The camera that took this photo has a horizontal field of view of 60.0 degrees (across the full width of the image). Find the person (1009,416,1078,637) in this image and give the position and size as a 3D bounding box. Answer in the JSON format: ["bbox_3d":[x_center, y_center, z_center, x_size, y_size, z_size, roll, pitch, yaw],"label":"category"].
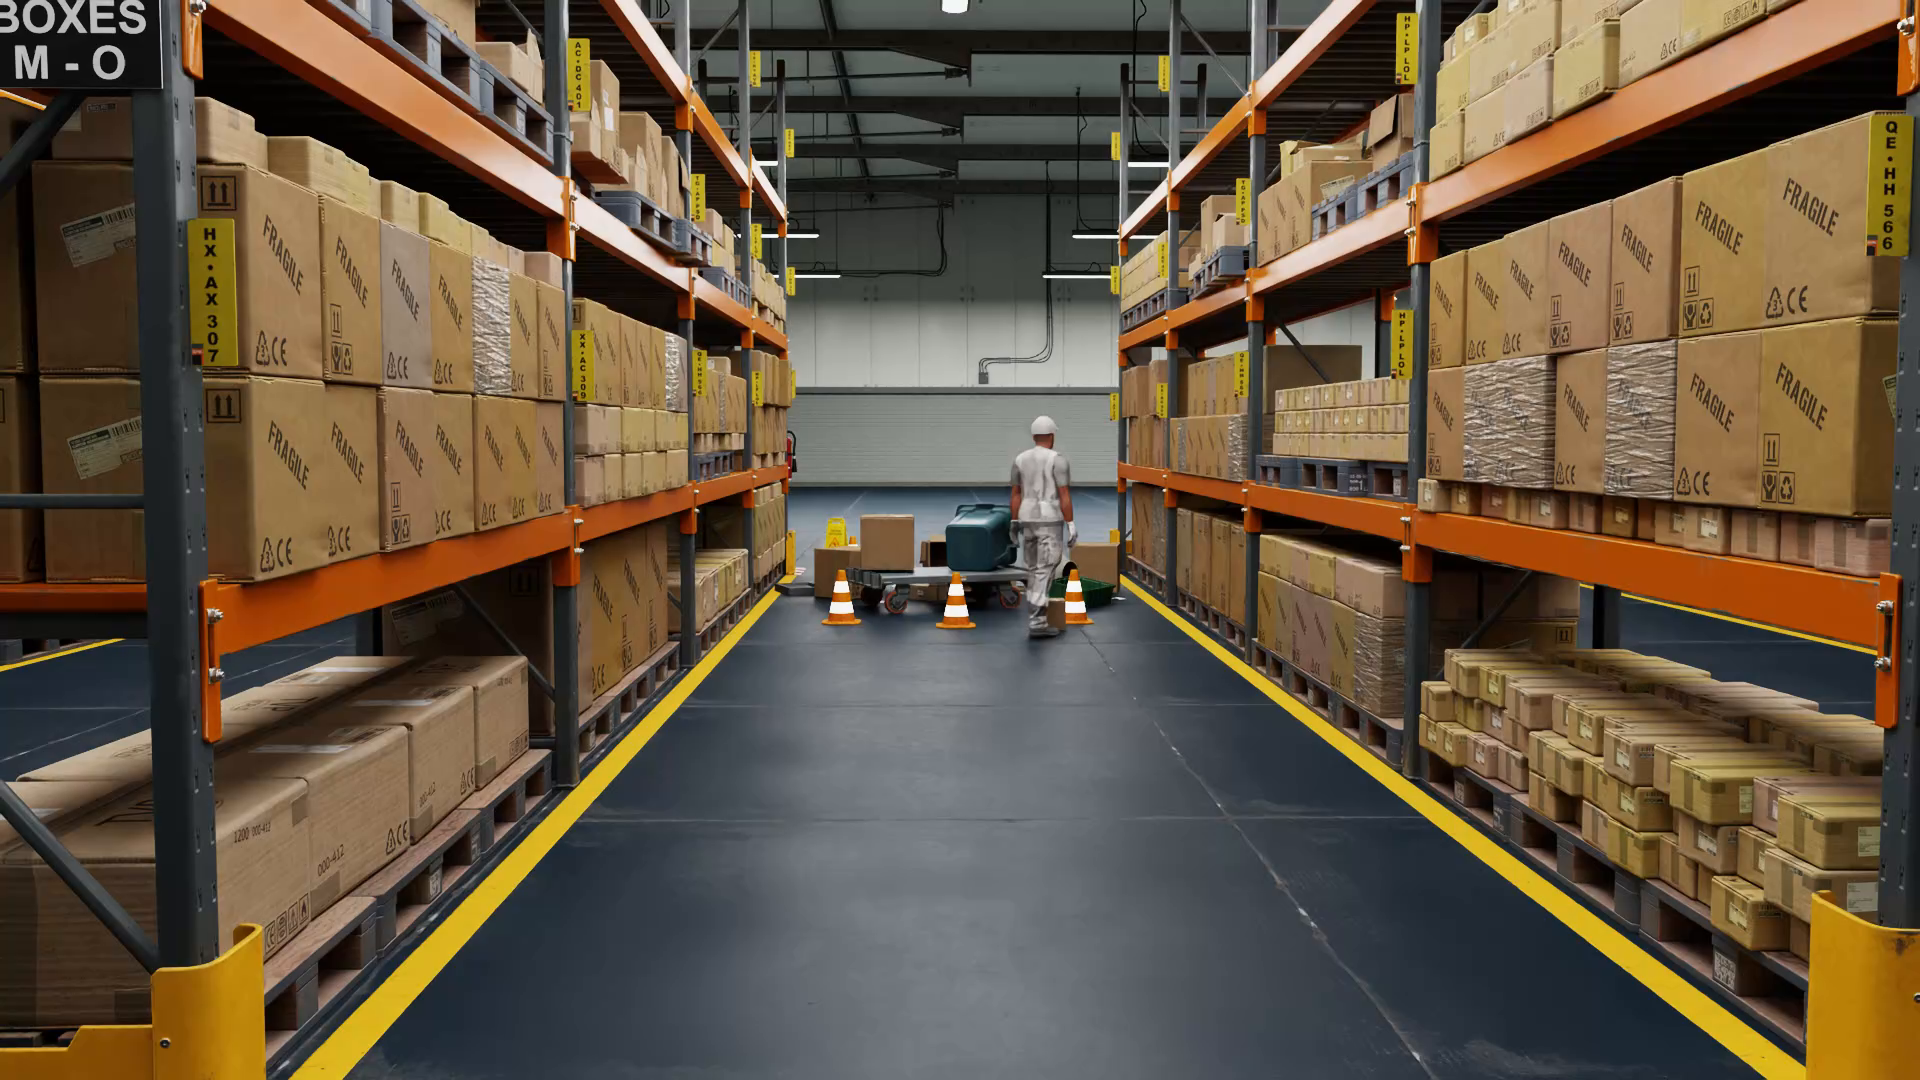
[{"bbox_3d":[0.742,-0.114,13.601,0.588,1.796,0.550,3,5,40],"label":"person"}]
